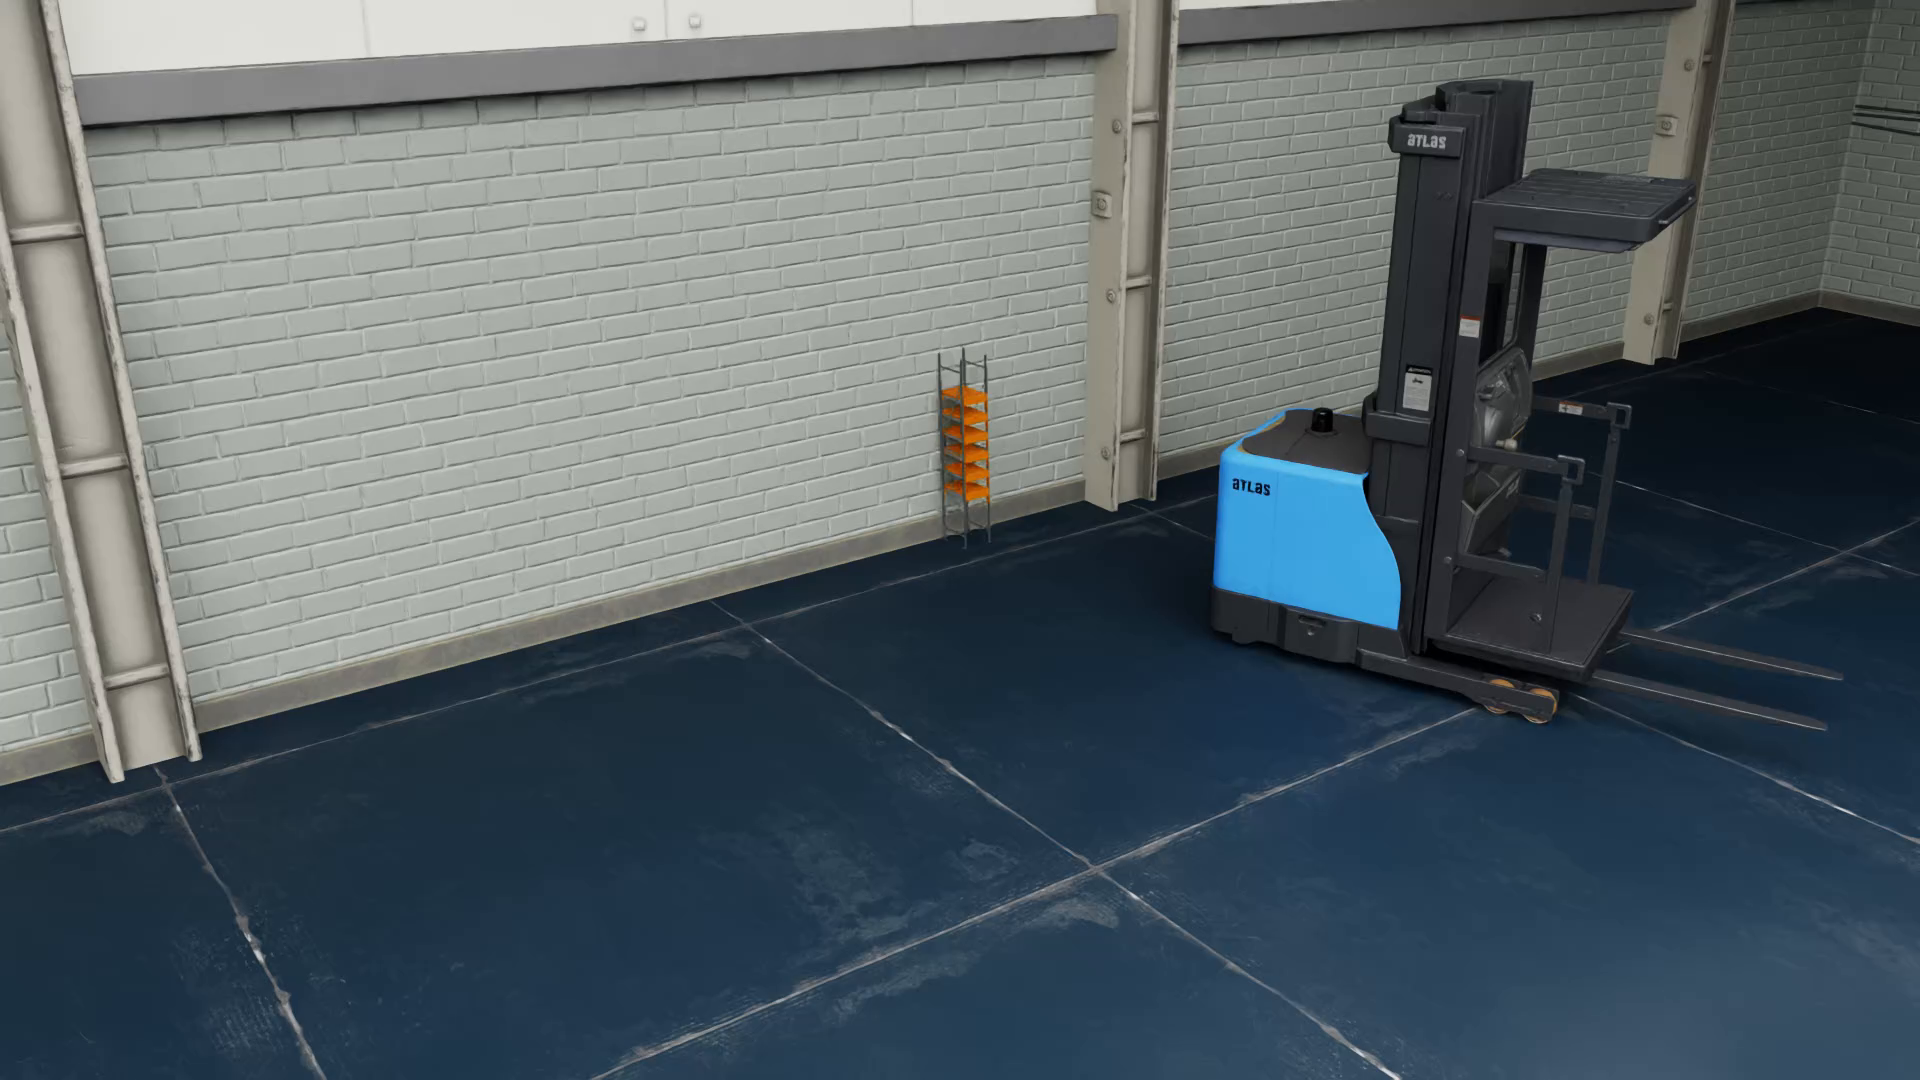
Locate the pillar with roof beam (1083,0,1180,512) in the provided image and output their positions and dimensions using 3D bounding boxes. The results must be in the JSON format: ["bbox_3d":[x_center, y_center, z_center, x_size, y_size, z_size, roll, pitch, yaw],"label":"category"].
[{"bbox_3d":[3.576,-3.158,6.168,0.400,9.000,9.100,-15,26,-33],"label":"pillar with roof beam"}]

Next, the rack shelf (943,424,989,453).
[{"bbox_3d":[0.027,-0.624,10.123,0.180,0.103,0.258,-16,25,-33],"label":"rack shelf"}]

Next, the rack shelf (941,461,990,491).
[{"bbox_3d":[0.033,-0.399,10.208,0.180,0.103,0.258,-16,25,-33],"label":"rack shelf"}]

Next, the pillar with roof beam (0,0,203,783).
[{"bbox_3d":[-1.295,-1.859,2.914,0.400,9.000,9.100,-15,26,-33],"label":"pillar with roof beam"}]

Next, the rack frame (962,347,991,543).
[{"bbox_3d":[0.103,-0.574,10.200,0.006,1.200,0.240,-16,25,-33],"label":"rack frame"}]

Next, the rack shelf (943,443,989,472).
[{"bbox_3d":[0.030,-0.512,10.166,0.180,0.103,0.258,-16,25,-33],"label":"rack shelf"}]

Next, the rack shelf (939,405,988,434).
[{"bbox_3d":[0.024,-0.736,10.081,0.180,0.103,0.258,-16,25,-33],"label":"rack shelf"}]

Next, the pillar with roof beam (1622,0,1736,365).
[{"bbox_3d":[8.446,-4.457,9.423,0.400,9.000,9.100,-15,26,-33],"label":"pillar with roof beam"}]

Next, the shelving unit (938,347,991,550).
[{"bbox_3d":[0.029,-0.553,10.150,0.189,1.200,0.258,-16,25,-33],"label":"shelving unit"}]

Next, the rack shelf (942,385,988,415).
[{"bbox_3d":[0.021,-0.848,10.038,0.180,0.103,0.258,-16,25,-33],"label":"rack shelf"}]

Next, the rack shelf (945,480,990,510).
[{"bbox_3d":[0.036,-0.287,10.251,0.180,0.103,0.258,-16,25,-33],"label":"rack shelf"}]

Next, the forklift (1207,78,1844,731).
[{"bbox_3d":[2.867,-0.688,8.165,3.031,2.935,1.130,13,25,30],"label":"forklift"}]

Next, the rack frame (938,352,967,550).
[{"bbox_3d":[-0.045,-0.532,10.100,0.006,1.200,0.240,-16,25,-33],"label":"rack frame"}]

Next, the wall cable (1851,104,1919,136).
[{"bbox_3d":[9.096,-4.549,13.845,0.112,2.526,3.097,-15,26,-33],"label":"wall cable"}]
